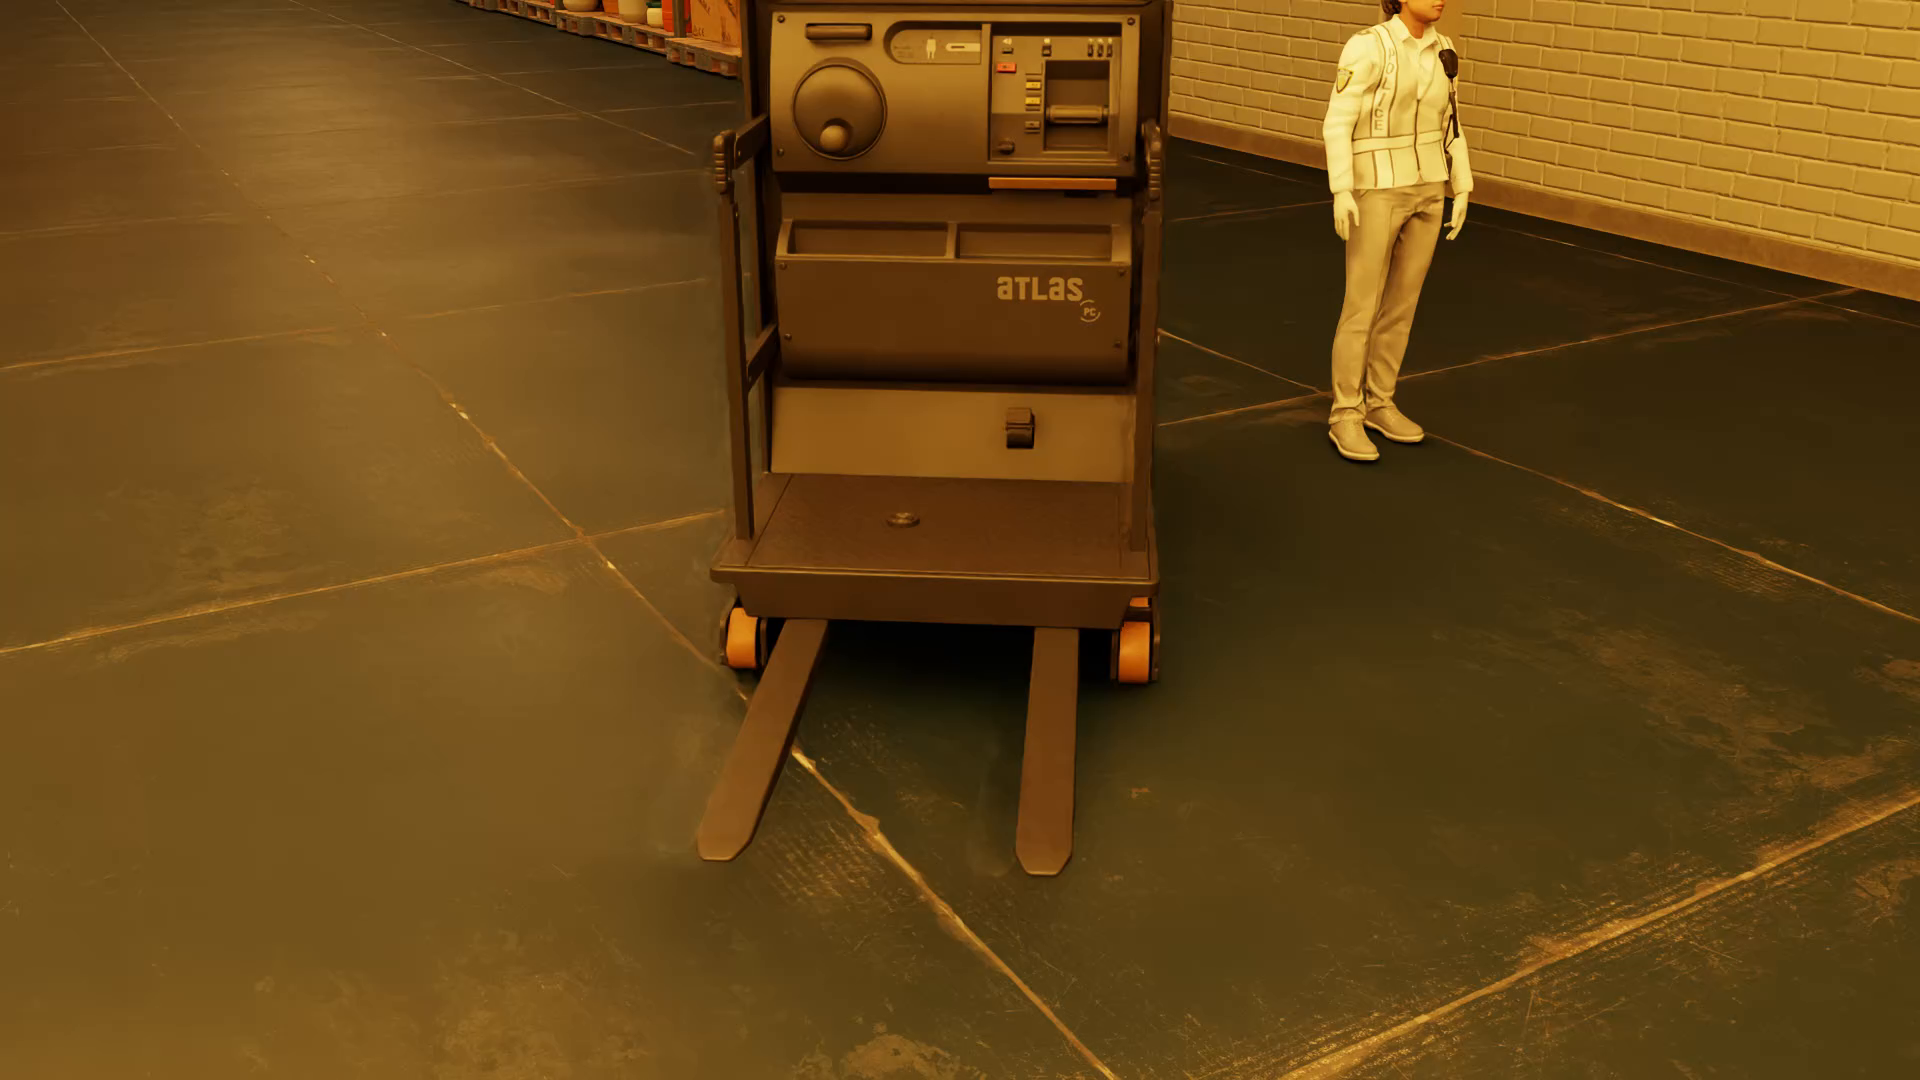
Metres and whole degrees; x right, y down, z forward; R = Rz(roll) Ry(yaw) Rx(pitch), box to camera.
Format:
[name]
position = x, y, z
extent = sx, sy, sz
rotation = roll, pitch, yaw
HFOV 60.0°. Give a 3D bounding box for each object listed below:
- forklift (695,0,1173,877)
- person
[forklift]
position = -0.031, -1.119, 3.999
extent = 1.130, 2.935, 3.031
rotation = 2, 22, 4
[person]
position = 1.545, -1.174, 5.746
extent = 0.588, 1.696, 0.530
rotation = -9, 24, -21
